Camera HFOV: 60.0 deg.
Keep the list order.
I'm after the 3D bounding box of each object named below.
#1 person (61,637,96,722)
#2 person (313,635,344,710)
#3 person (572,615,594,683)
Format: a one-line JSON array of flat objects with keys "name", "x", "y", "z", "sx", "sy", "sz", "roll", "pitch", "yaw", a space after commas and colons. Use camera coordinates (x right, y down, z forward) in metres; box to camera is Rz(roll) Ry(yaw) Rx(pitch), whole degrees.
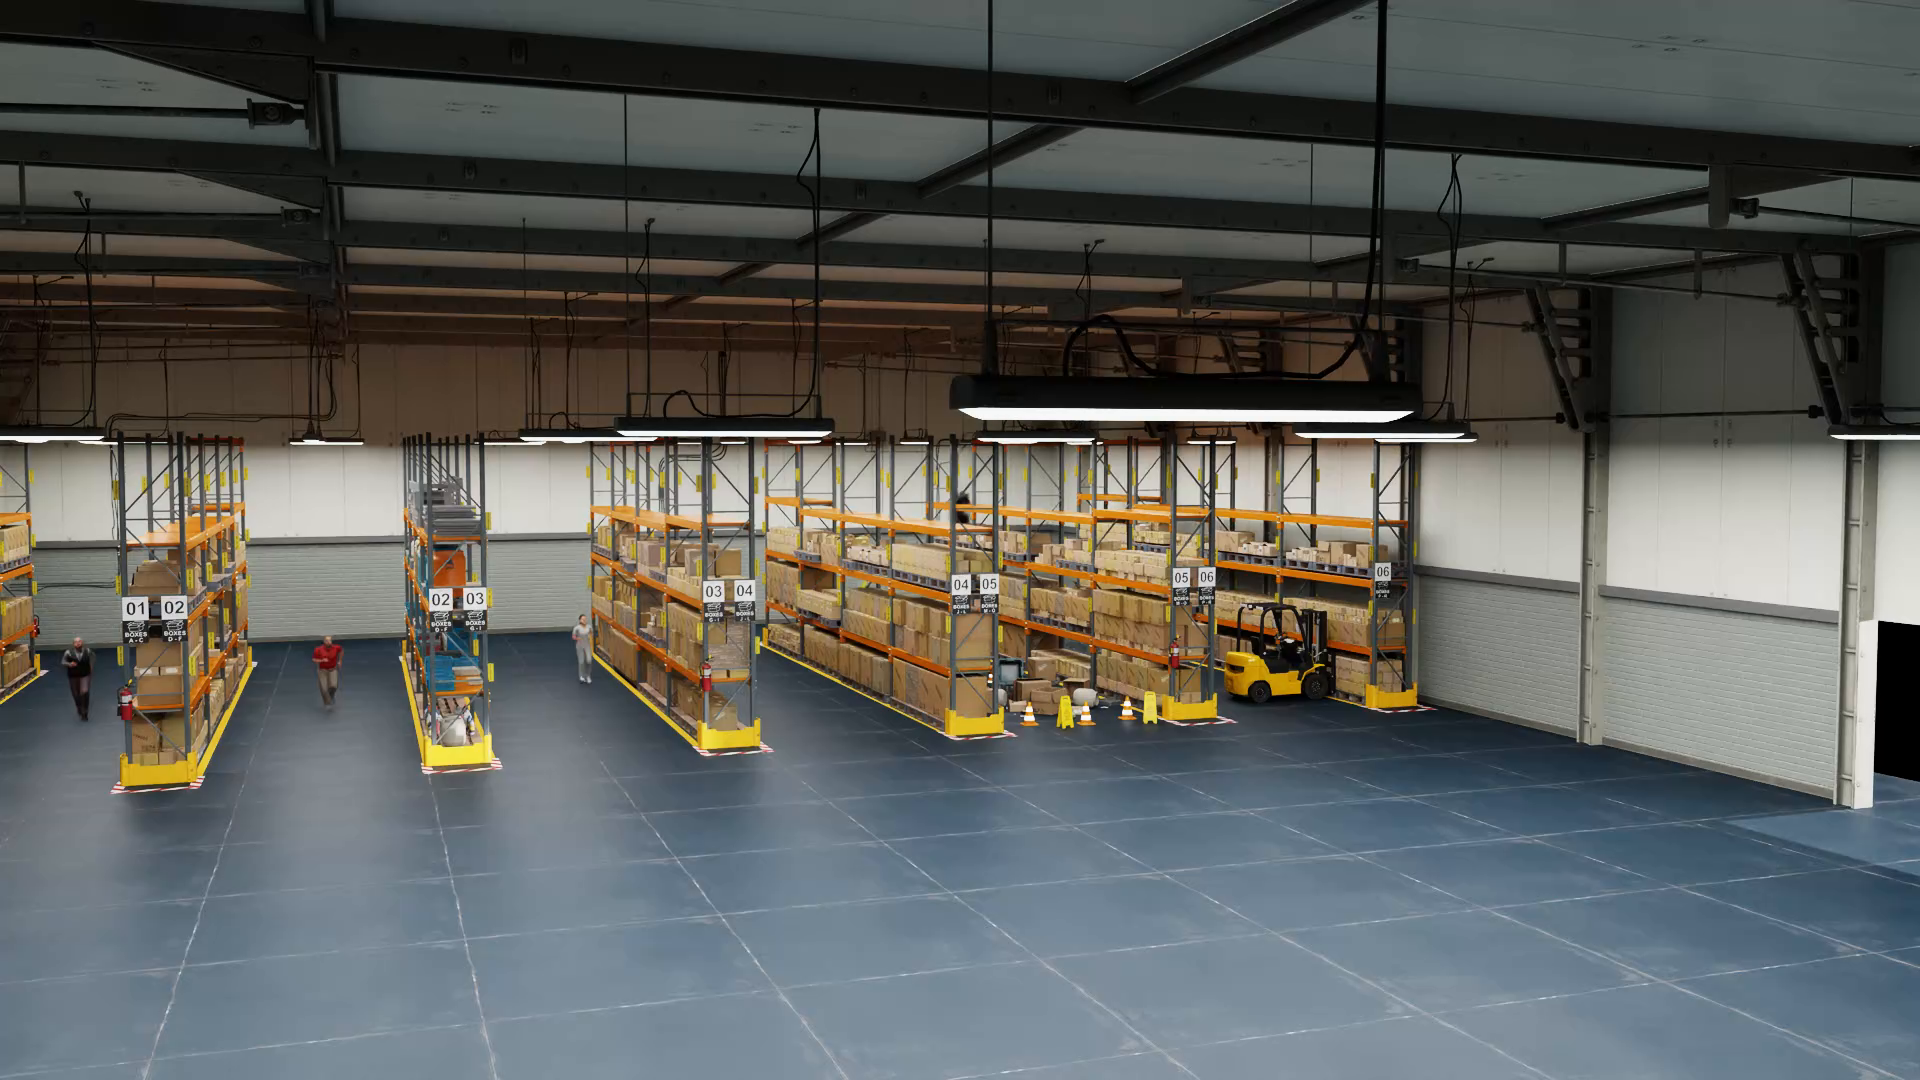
[{"name": "person", "x": -18.606, "y": 2.935, "z": 35.102, "sx": 0.627, "sy": 1.780, "sz": 0.918, "roll": -1, "pitch": 3, "yaw": -23}, {"name": "person", "x": -13.695, "y": 2.884, "z": 36.083, "sx": 0.653, "sy": 1.651, "sz": 0.786, "roll": -1, "pitch": 3, "yaw": -25}, {"name": "person", "x": -9.170, "y": 2.651, "z": 40.509, "sx": 0.555, "sy": 1.681, "sz": 0.712, "roll": -1, "pitch": 3, "yaw": -21}]
